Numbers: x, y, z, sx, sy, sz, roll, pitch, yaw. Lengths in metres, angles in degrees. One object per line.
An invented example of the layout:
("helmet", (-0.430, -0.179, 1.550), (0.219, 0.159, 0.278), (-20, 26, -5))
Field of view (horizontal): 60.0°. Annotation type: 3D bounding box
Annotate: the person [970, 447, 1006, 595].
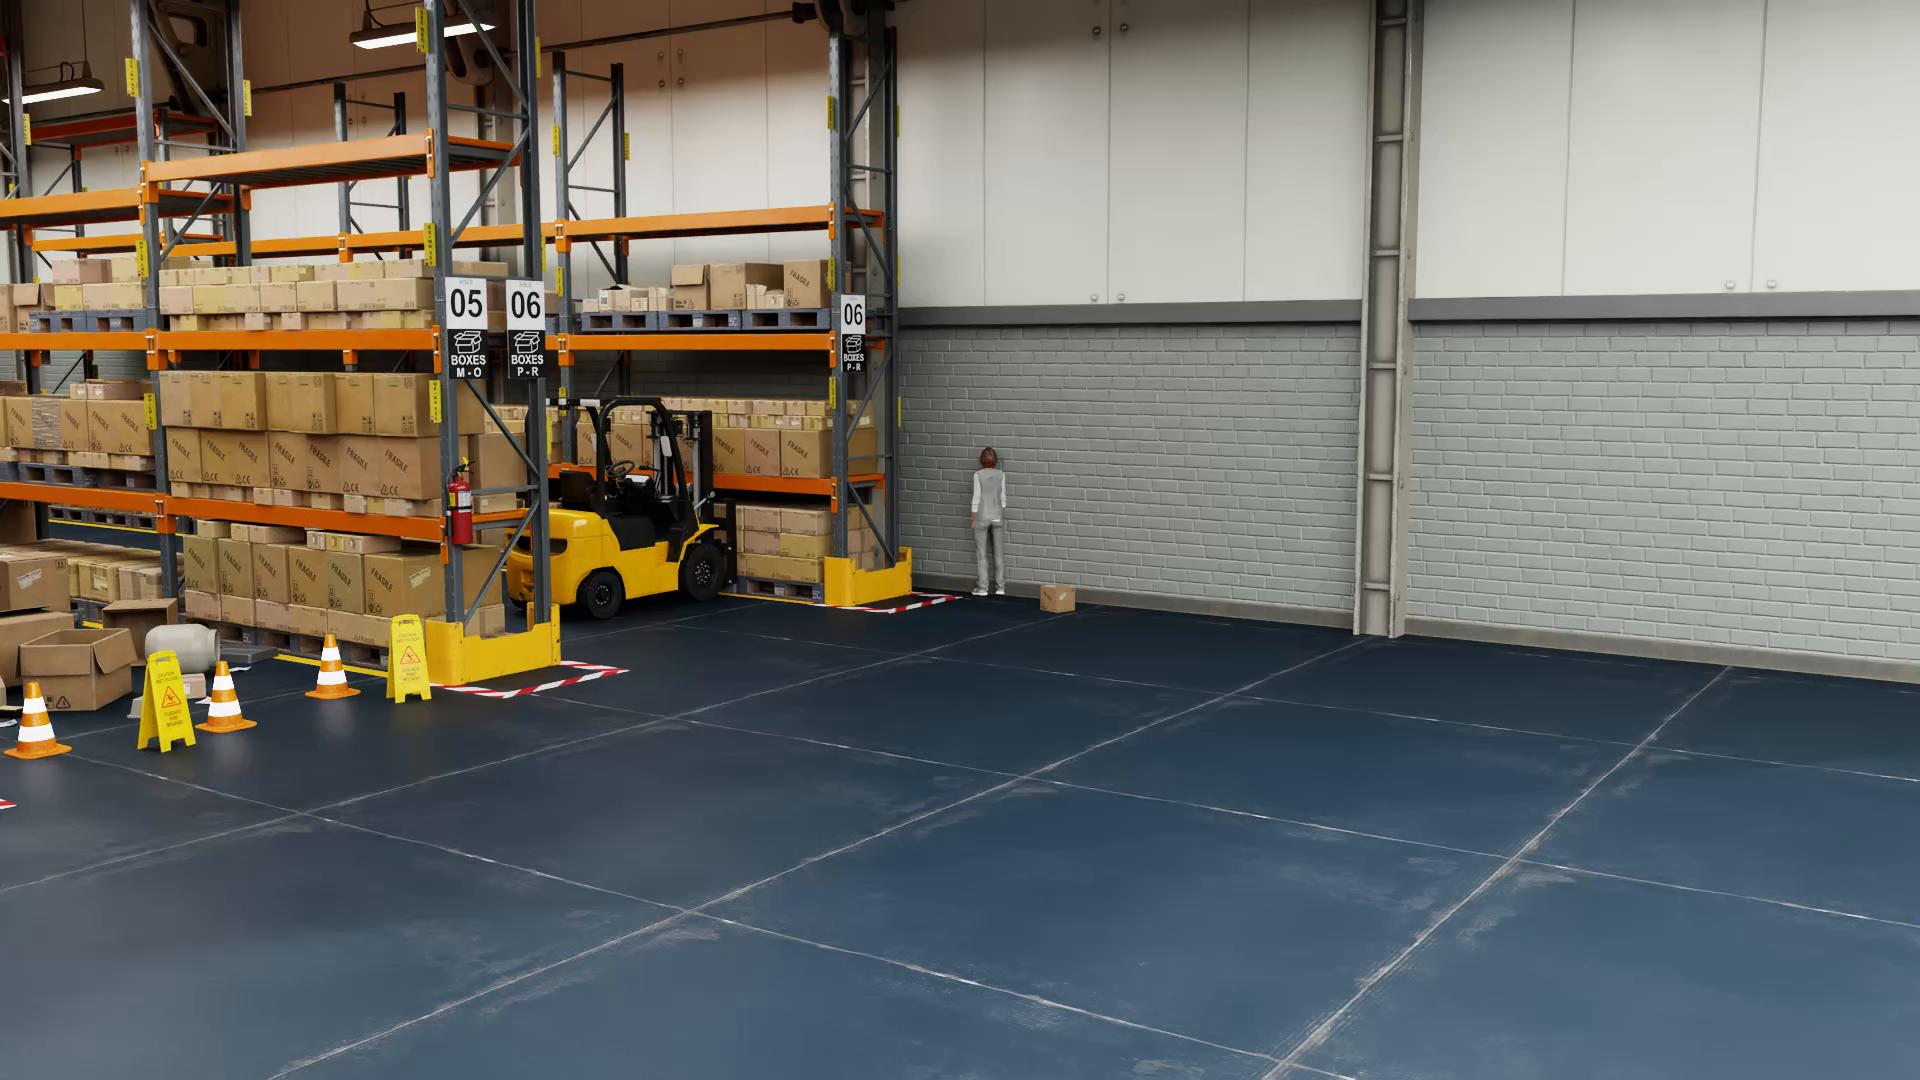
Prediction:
("person", (0.305, -0.199, 17.906), (0.408, 1.604, 0.306), (-2, 7, -18))
